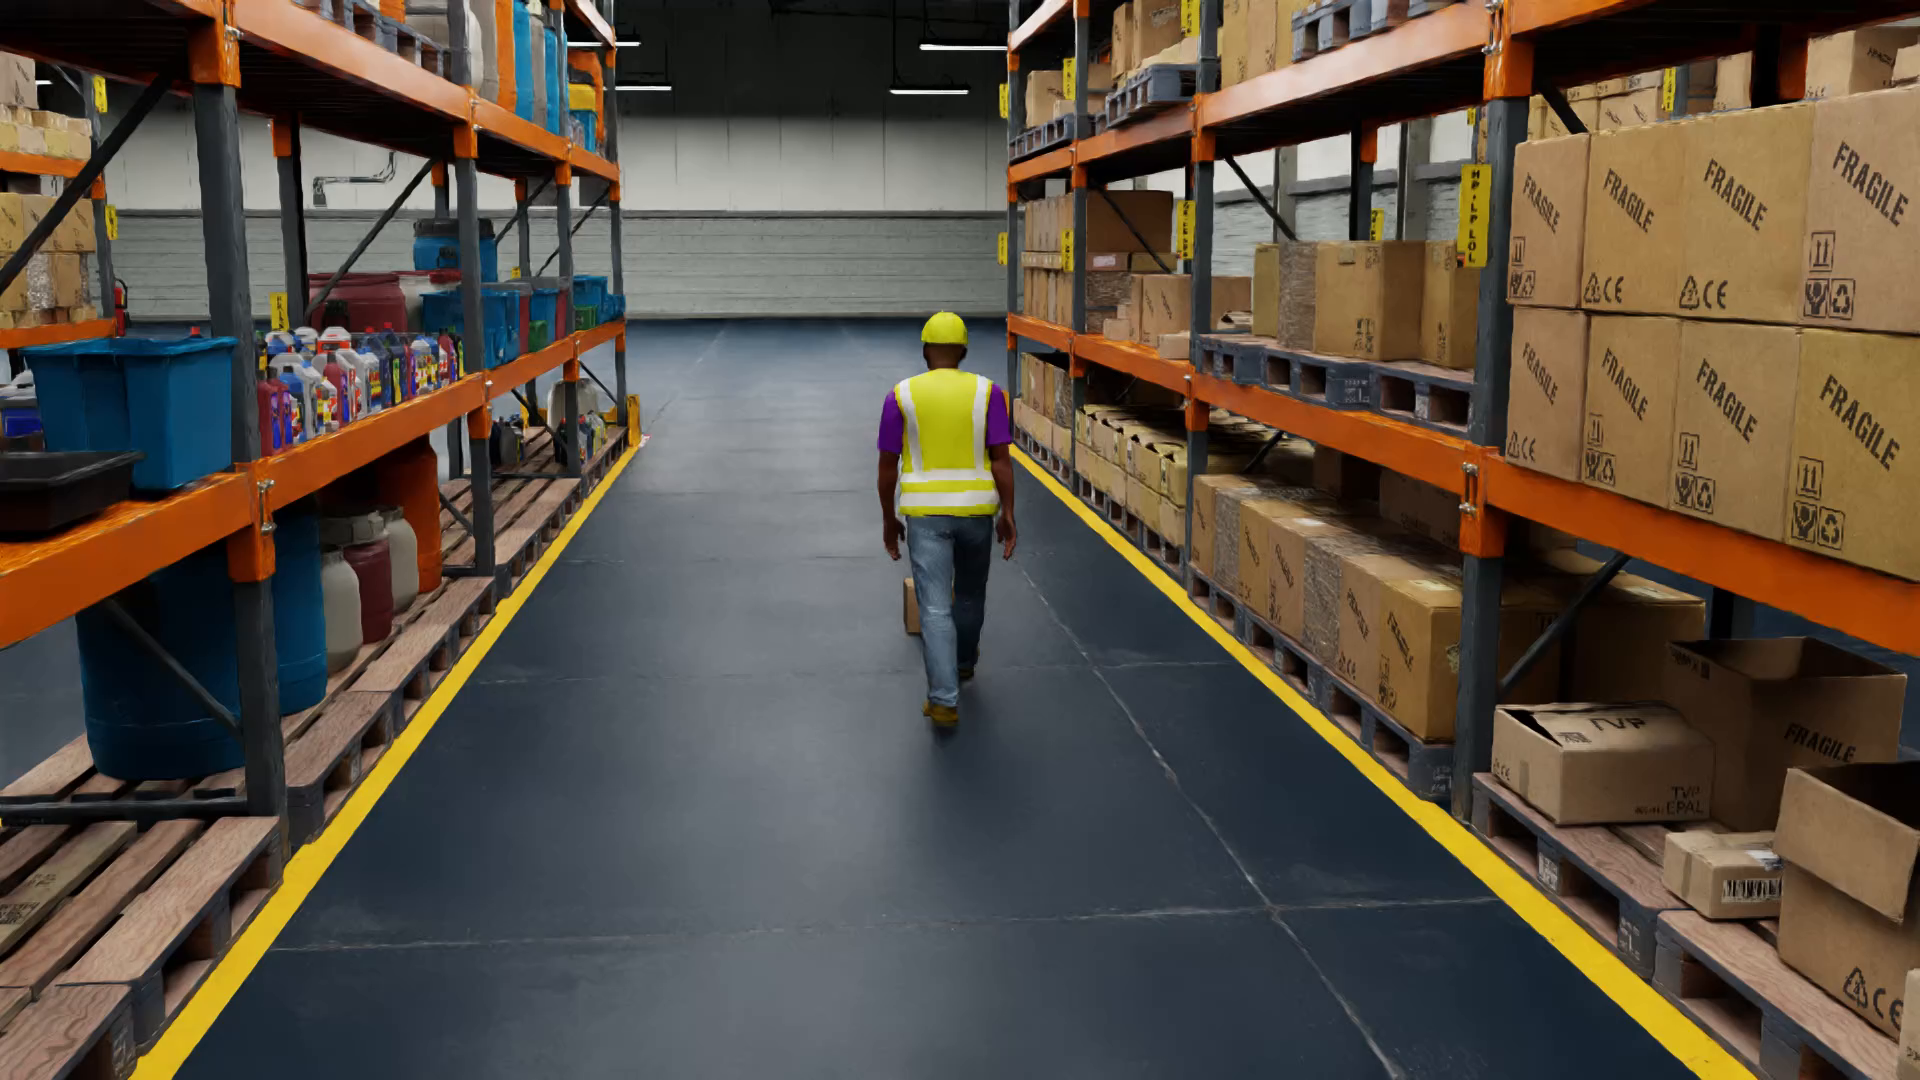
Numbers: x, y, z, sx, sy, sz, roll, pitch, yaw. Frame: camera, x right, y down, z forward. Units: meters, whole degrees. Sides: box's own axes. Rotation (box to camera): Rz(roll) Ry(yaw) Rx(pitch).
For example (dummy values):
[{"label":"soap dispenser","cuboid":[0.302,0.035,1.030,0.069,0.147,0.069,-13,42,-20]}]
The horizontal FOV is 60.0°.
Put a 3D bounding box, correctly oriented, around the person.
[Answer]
[{"label":"person","cuboid":[-0.071,-0.124,7.216,0.580,1.652,1.124,-1,10,-7]}]
